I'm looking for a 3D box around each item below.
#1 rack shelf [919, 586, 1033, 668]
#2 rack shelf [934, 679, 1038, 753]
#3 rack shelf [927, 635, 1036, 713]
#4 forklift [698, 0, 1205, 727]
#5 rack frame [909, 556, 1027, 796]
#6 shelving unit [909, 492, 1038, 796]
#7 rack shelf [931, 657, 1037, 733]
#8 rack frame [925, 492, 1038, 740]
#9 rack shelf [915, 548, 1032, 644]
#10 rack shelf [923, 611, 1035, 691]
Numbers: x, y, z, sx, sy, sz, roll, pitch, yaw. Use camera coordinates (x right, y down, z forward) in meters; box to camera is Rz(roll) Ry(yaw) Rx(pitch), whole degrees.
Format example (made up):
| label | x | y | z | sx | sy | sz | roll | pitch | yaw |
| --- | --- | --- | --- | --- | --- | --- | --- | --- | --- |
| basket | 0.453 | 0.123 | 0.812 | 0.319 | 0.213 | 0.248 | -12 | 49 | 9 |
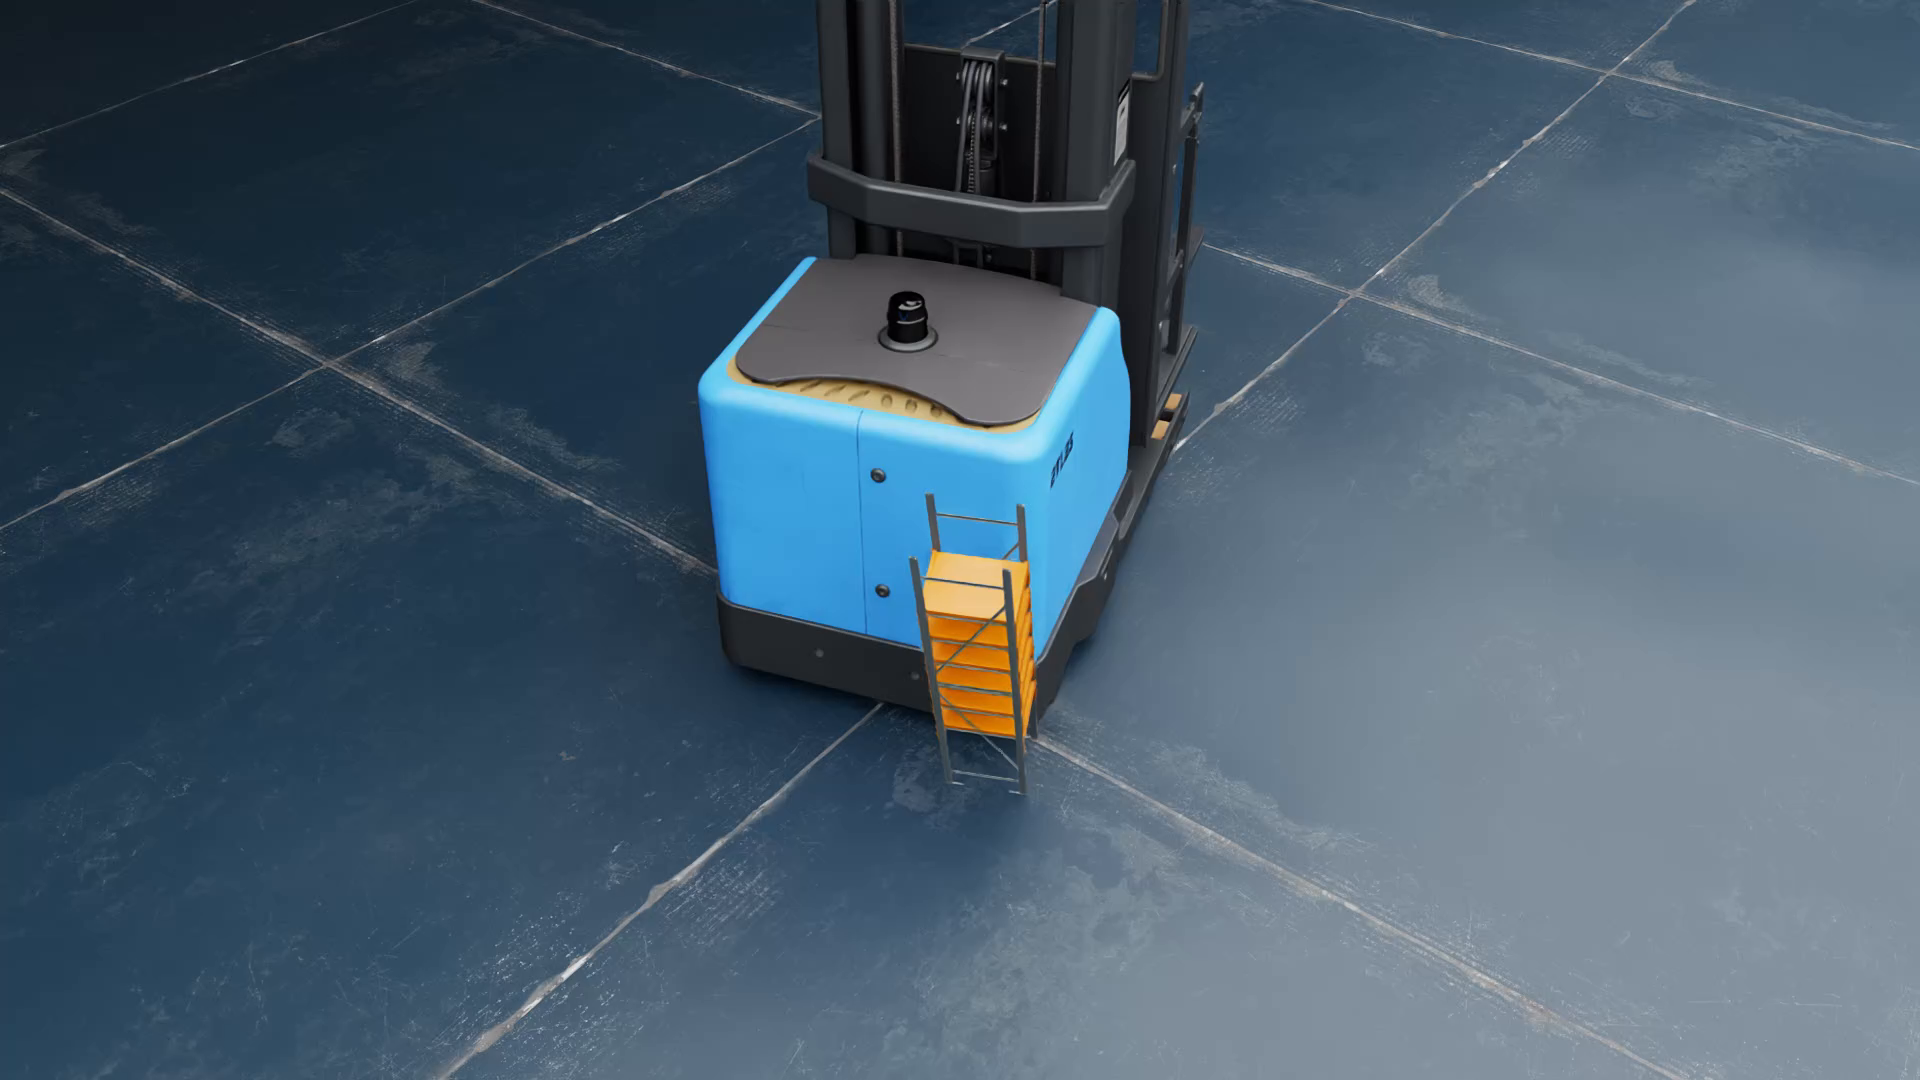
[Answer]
| label | x | y | z | sx | sy | sz | roll | pitch | yaw |
| --- | --- | --- | --- | --- | --- | --- | --- | --- | --- |
| rack shelf | 0.043 | 0.204 | 4.214 | 0.258 | 0.103 | 0.180 | 7 | 57 | 9 |
| rack shelf | 0.074 | 0.471 | 4.612 | 0.258 | 0.103 | 0.180 | 7 | 57 | 9 |
| rack shelf | 0.059 | 0.338 | 4.413 | 0.258 | 0.103 | 0.180 | 7 | 57 | 9 |
| forklift | 0.222 | -1.504 | 5.293 | 1.130 | 2.935 | 3.031 | 12 | 40 | 15 |
| rack frame | 0.038 | 0.388 | 4.327 | 0.240 | 1.200 | 0.006 | 7 | 57 | 9 |
| shelving unit | 0.056 | 0.313 | 4.376 | 0.258 | 1.200 | 0.189 | 7 | 57 | 9 |
| rack shelf | 0.067 | 0.404 | 4.512 | 0.258 | 0.103 | 0.180 | 7 | 57 | 9 |
| rack frame | 0.074 | 0.238 | 4.425 | 0.240 | 1.200 | 0.006 | 7 | 57 | 9 |
| rack shelf | 0.035 | 0.137 | 4.115 | 0.258 | 0.103 | 0.180 | 7 | 57 | 9 |
| rack shelf | 0.051 | 0.271 | 4.314 | 0.258 | 0.103 | 0.180 | 7 | 57 | 9 |
